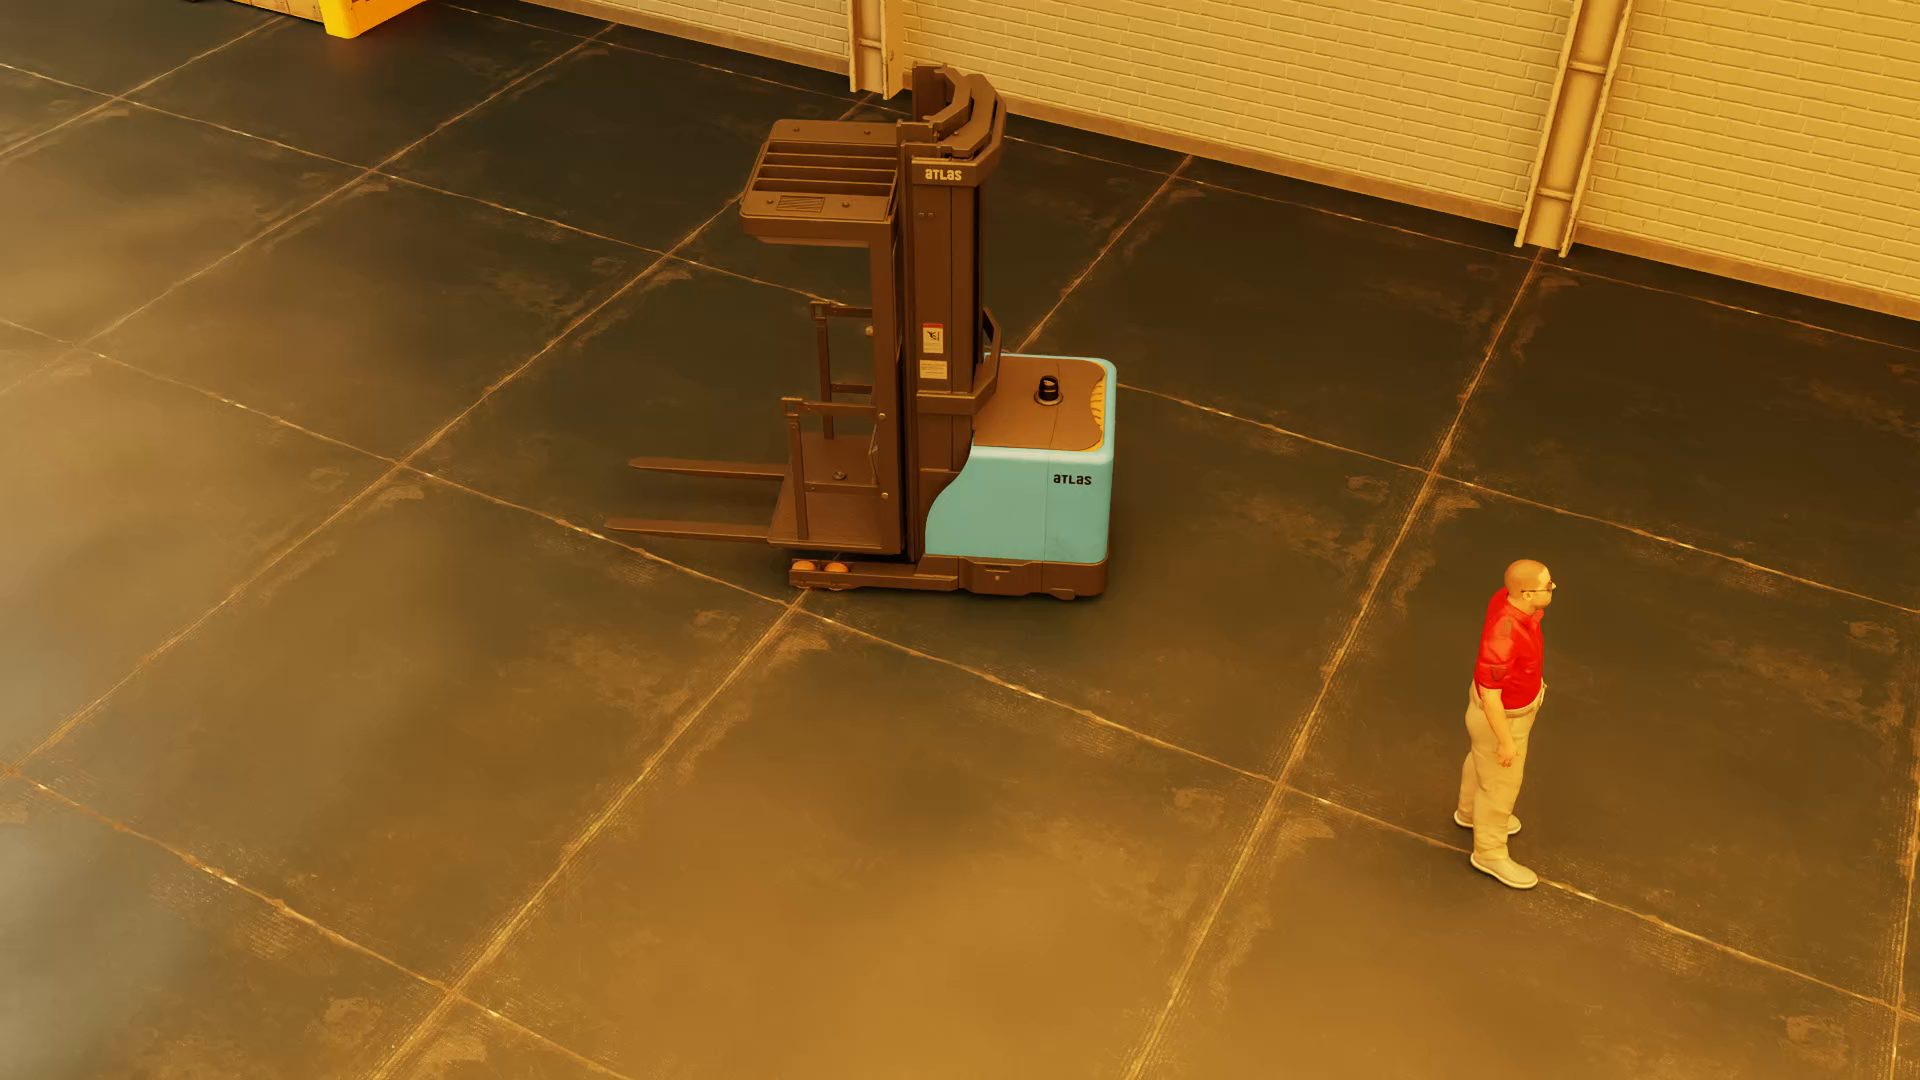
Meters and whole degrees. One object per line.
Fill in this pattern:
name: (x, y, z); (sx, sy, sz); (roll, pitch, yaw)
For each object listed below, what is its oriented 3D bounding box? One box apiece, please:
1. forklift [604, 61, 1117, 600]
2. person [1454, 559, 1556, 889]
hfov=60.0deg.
forklift: (-0.606, -1.157, 9.360); (3.031, 2.935, 1.130); (3, 40, 4)
person: (2.675, 0.828, 7.925); (0.551, 1.727, 0.640); (13, 42, 15)
